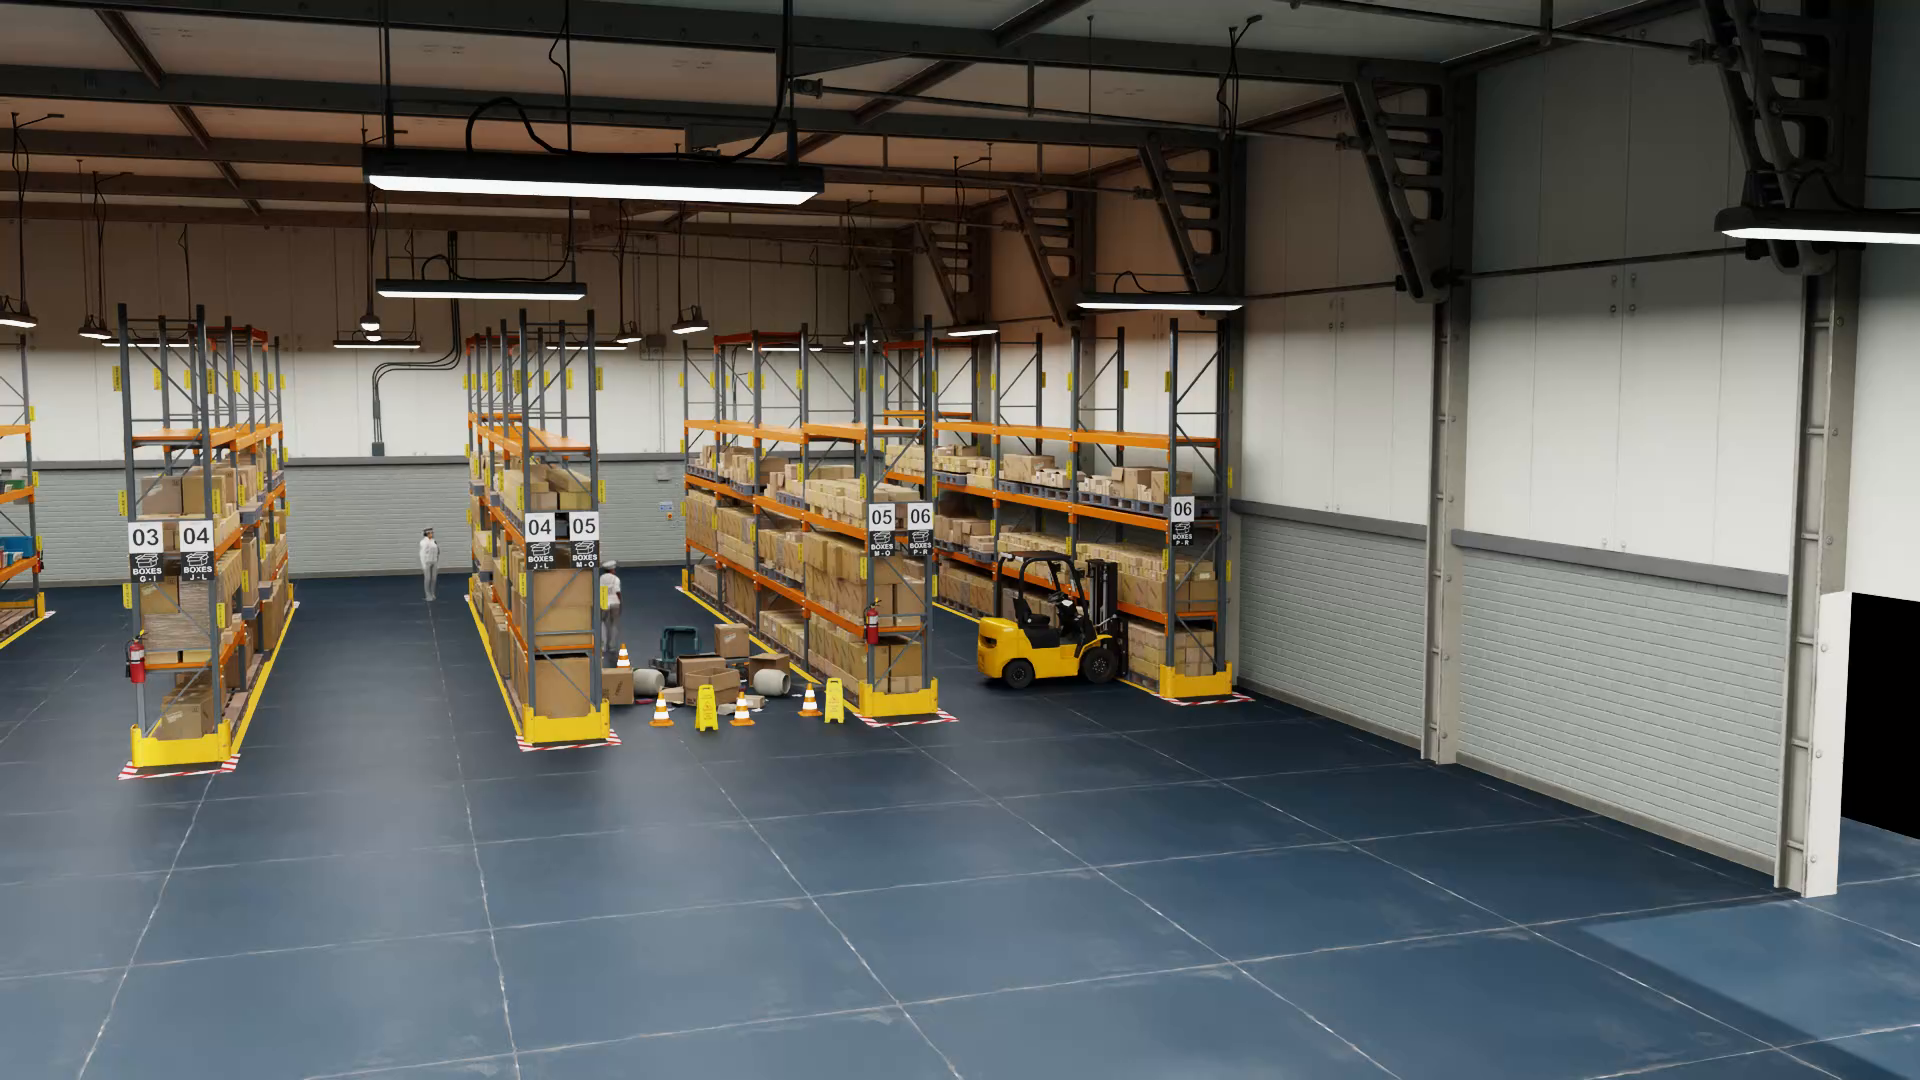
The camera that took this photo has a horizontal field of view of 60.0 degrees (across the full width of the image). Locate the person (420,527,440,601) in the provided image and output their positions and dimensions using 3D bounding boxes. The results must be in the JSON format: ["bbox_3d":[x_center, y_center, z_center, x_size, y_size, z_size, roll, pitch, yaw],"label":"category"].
[{"bbox_3d":[-12.174,0.549,38.359,0.529,1.698,0.487,5,7,40],"label":"person"}]

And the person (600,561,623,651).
[{"bbox_3d":[-6.510,1.241,30.859,0.493,1.711,0.516,-1,6,-12],"label":"person"}]
